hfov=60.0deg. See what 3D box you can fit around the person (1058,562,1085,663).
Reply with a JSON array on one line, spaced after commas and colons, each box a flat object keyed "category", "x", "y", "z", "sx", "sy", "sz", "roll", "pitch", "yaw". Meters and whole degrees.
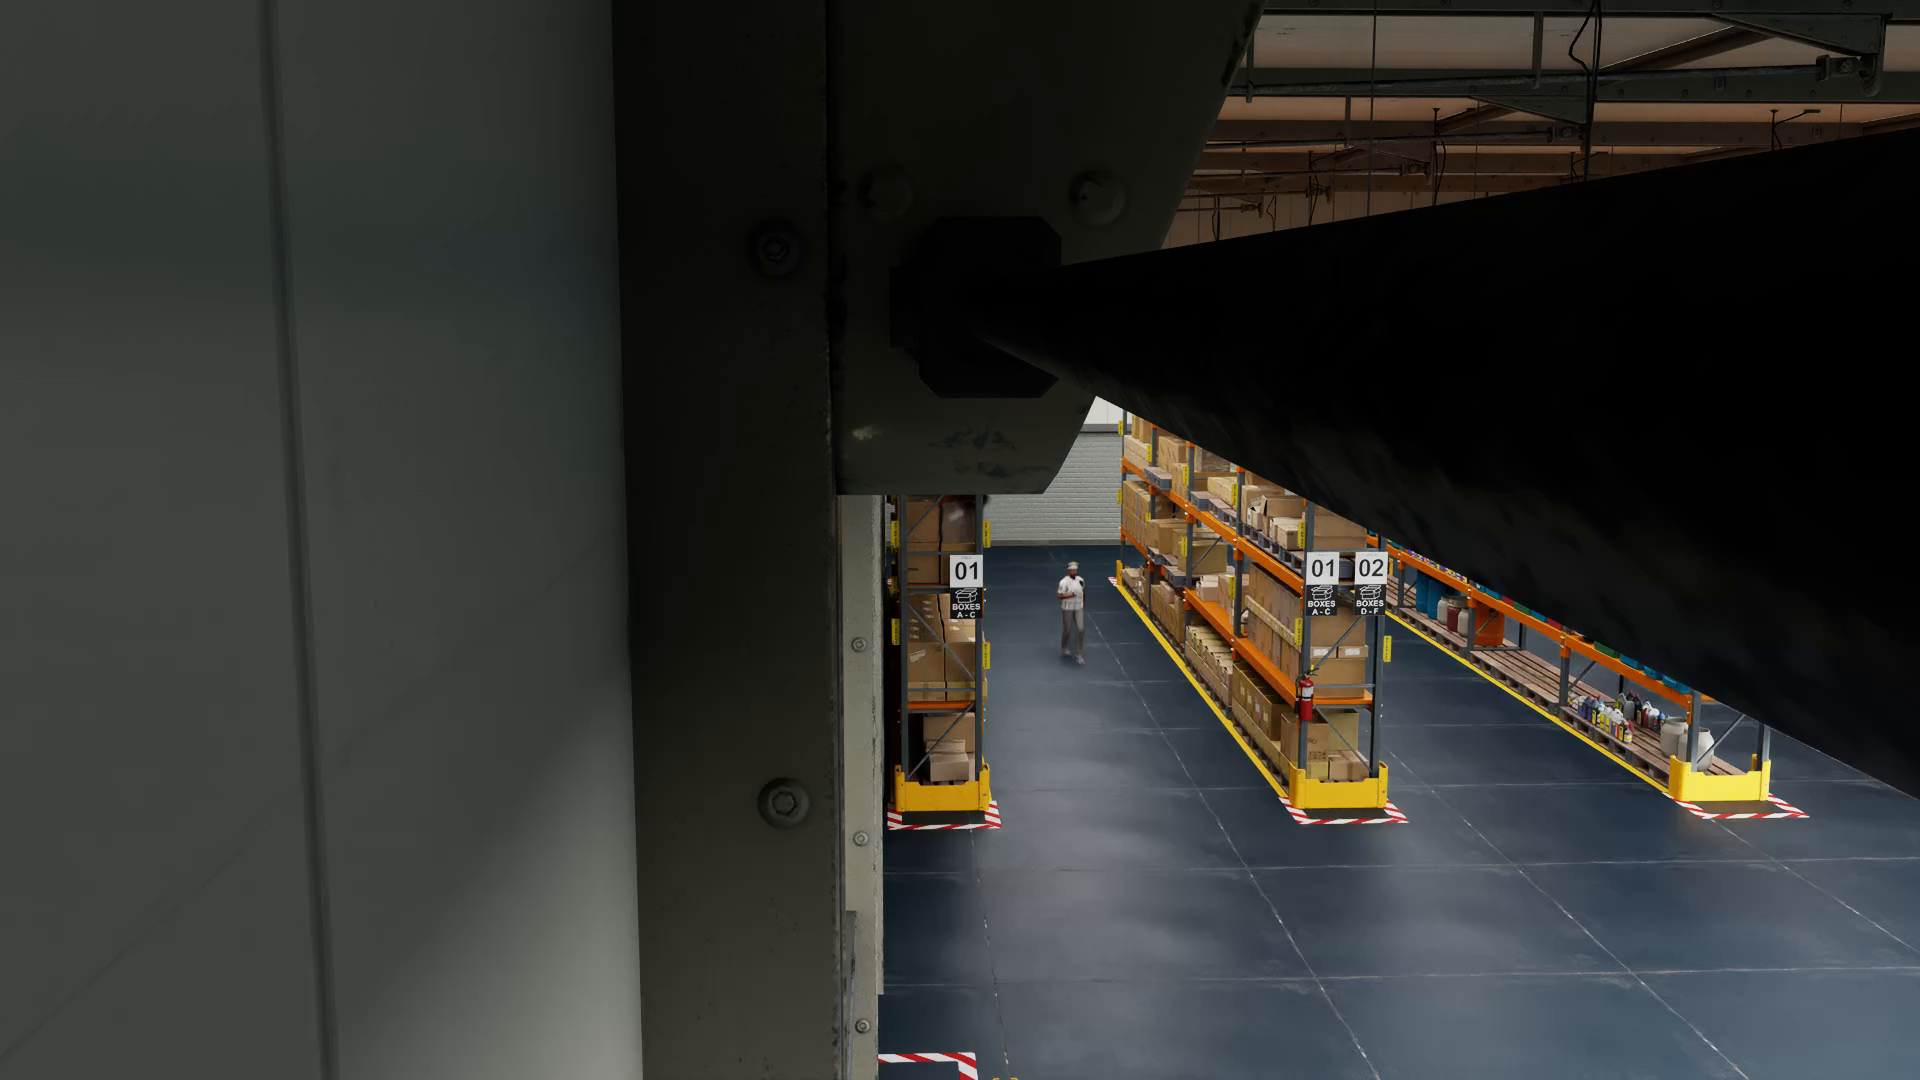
[{"category": "person", "x": 1.952, "y": 1.232, "z": 28.942, "sx": 0.564, "sy": 1.752, "sz": 0.753, "roll": -2, "pitch": 9, "yaw": -12}]
